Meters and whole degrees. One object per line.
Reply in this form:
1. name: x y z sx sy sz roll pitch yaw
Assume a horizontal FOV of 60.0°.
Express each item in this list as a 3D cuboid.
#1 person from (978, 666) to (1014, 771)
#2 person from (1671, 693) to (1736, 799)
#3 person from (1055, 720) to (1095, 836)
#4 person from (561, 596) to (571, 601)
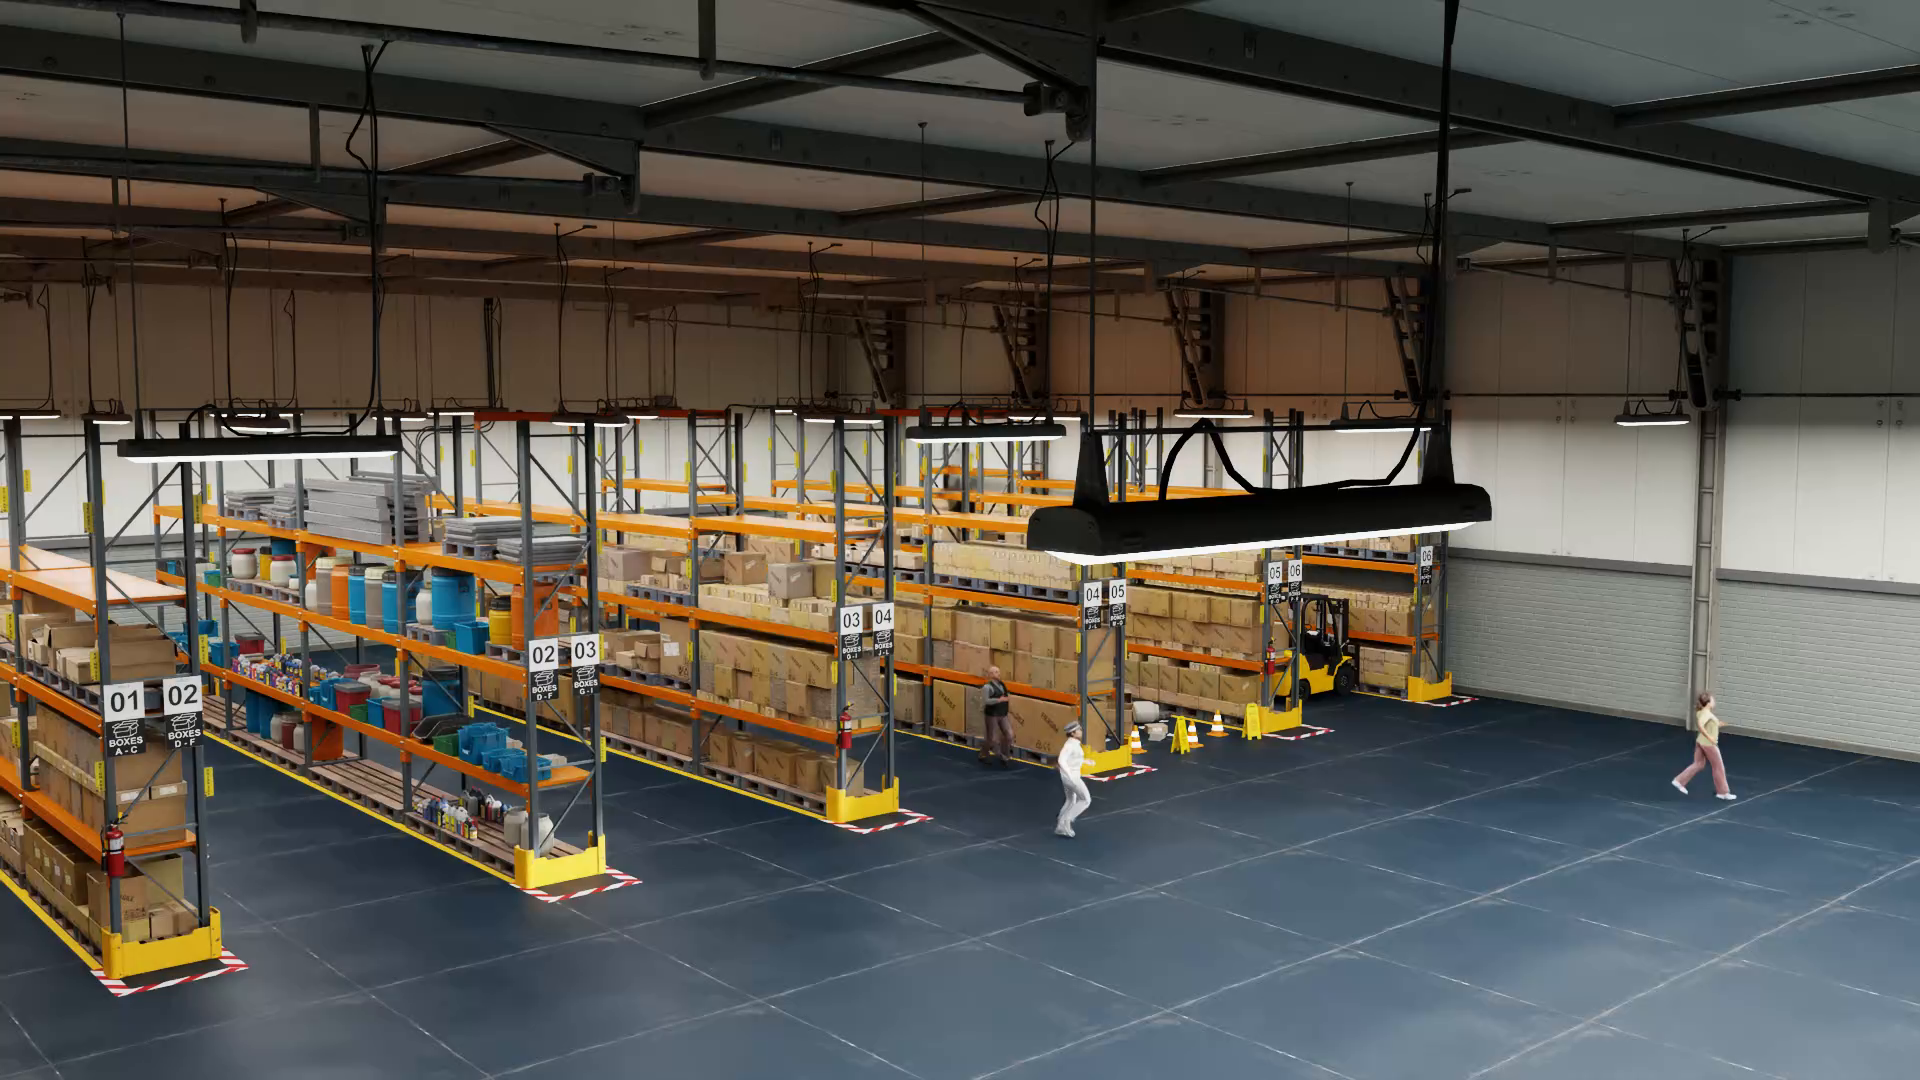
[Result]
1. person: 0.616 3.014 28.040 0.639 1.780 0.725 -5 7 -44
2. person: 11.608 3.200 25.884 0.969 1.655 0.574 0 5 -1
3. person: 1.657 3.400 23.833 0.585 1.665 0.593 0 5 -2
4. person: -9.138 2.121 38.541 0.590 1.659 0.606 -2 5 -17
